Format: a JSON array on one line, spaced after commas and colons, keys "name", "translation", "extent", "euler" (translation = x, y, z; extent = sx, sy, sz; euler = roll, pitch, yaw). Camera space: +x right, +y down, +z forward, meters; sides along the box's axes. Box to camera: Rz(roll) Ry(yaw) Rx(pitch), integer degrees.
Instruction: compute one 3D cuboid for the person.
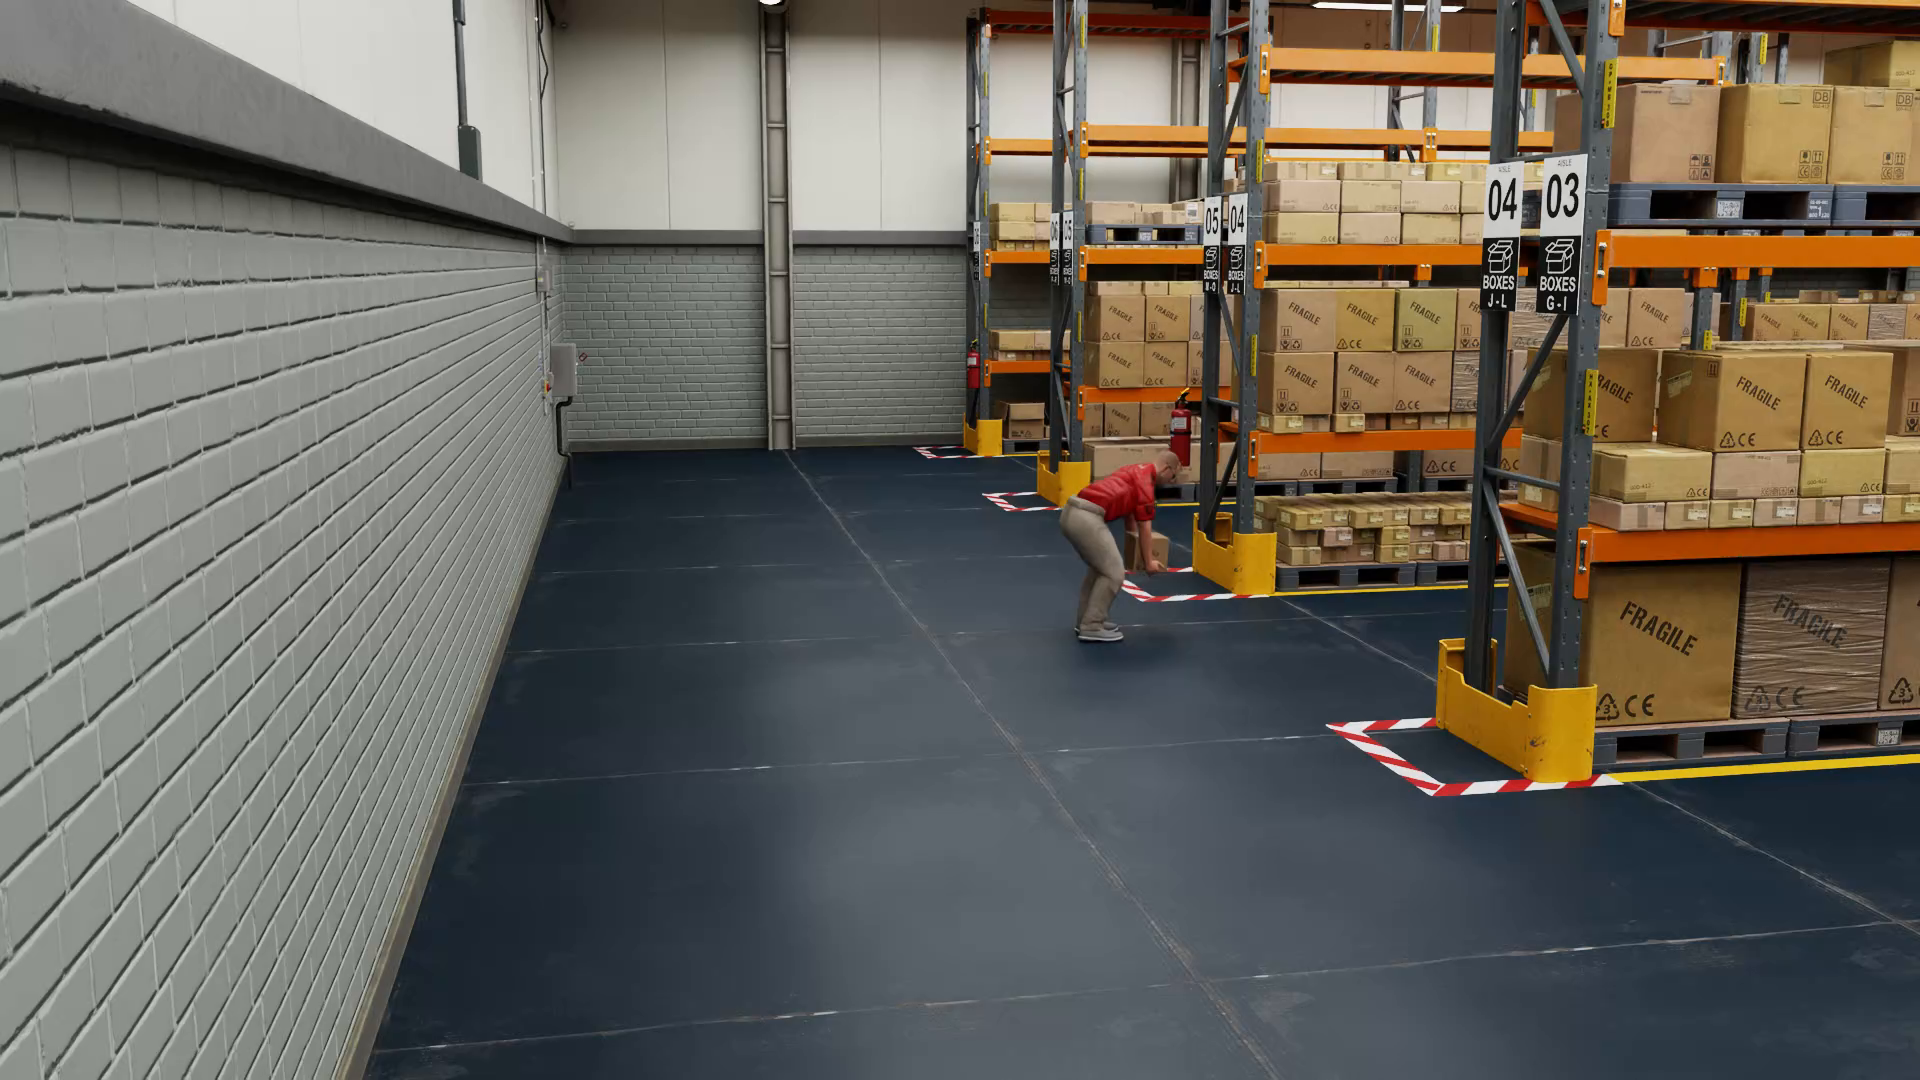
[{"name": "person", "translation": [1.156, 0.034, 11.937], "extent": [0.883, 1.336, 0.496], "euler": [-2, 10, -13]}]
